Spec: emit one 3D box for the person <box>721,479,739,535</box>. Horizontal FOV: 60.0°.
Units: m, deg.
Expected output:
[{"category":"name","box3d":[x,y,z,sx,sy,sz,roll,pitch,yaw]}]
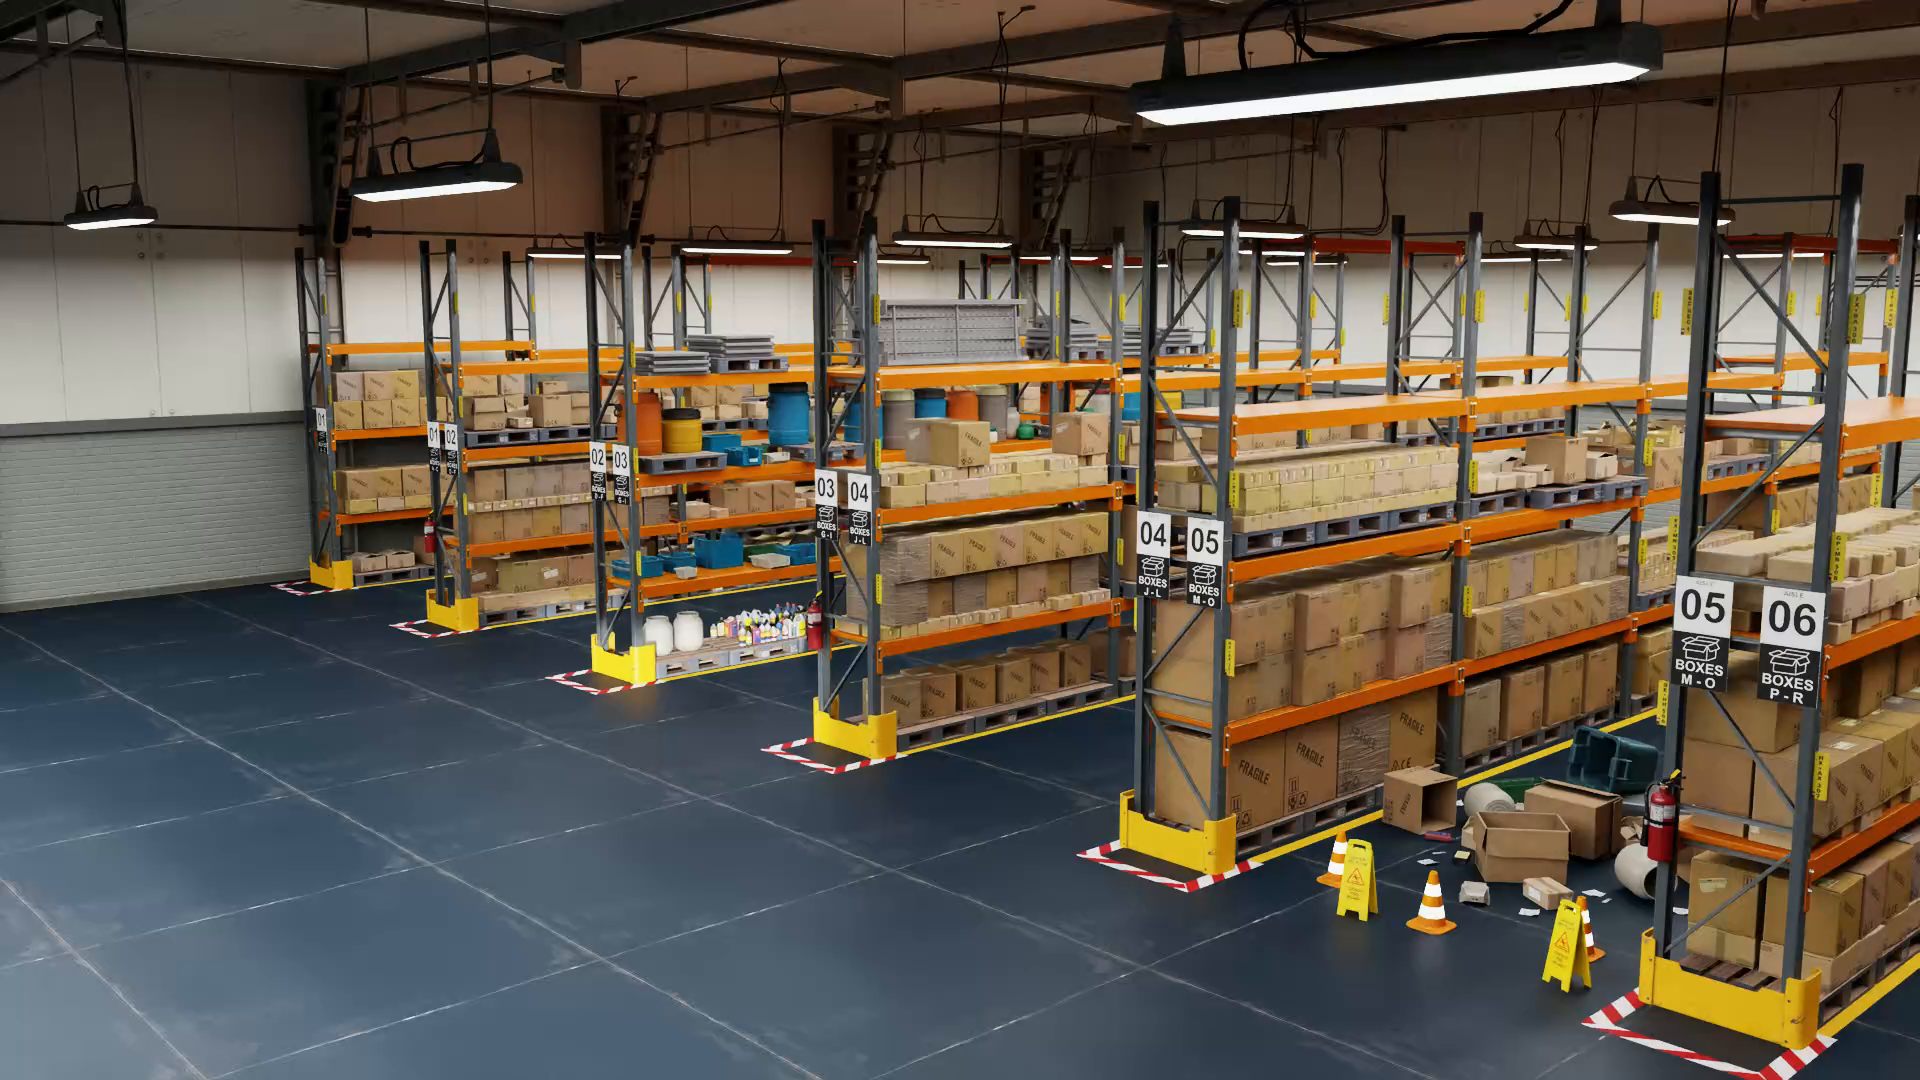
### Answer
[{"category":"person","box3d":[-4.336,-0.407,31.935,0.683,1.616,0.608,-6,10,-35]}]
